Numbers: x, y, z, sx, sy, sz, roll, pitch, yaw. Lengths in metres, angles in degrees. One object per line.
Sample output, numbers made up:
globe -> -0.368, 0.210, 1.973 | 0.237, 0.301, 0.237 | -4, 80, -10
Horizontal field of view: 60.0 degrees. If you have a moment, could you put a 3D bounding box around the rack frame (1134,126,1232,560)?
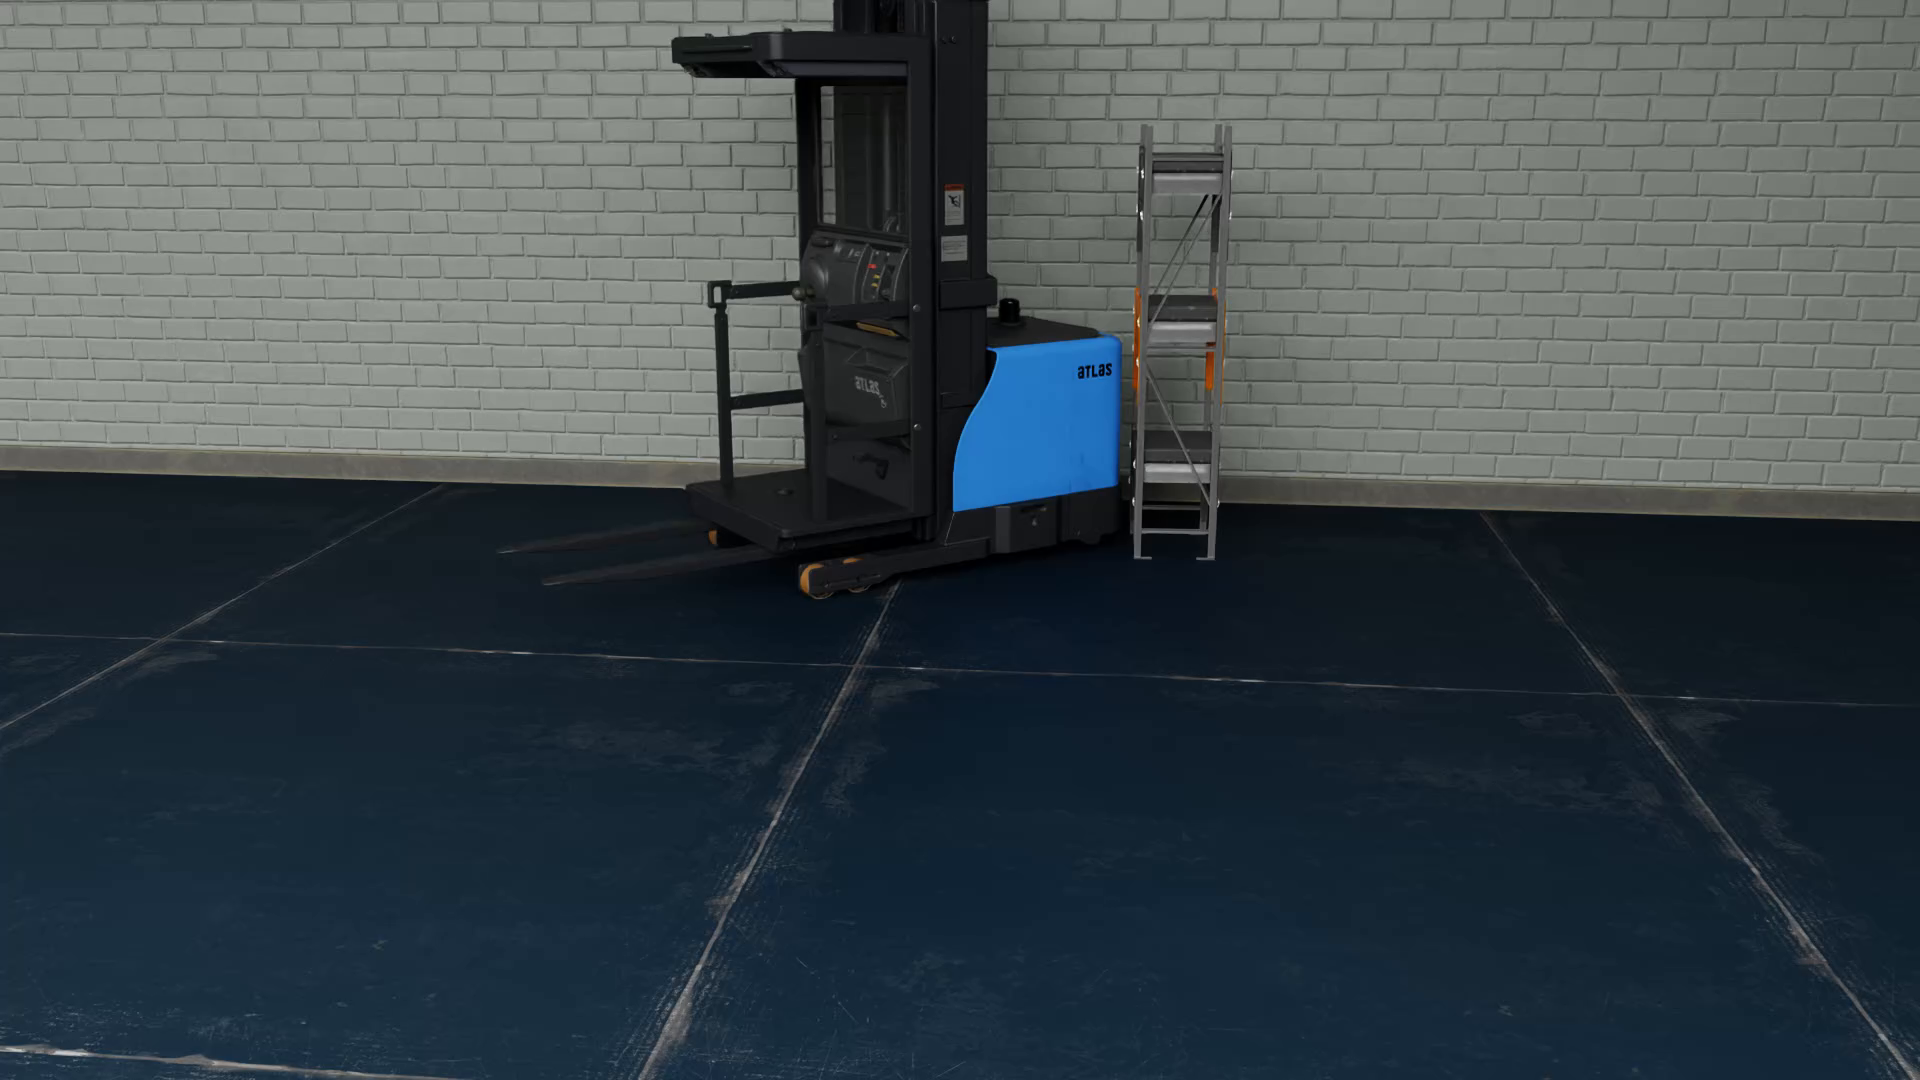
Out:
rack frame -> 1.069, -0.917, 8.030 | 0.400, 2.100, 0.015 | 1, 15, 3

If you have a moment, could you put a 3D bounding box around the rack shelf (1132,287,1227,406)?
rack shelf -> 1.082, -0.967, 8.269 | 0.431, 0.518, 0.480 | 1, 15, 3

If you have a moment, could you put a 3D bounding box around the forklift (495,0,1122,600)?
forklift -> -0.685, -1.296, 7.841 | 3.031, 2.935, 1.130 | -10, 18, -32

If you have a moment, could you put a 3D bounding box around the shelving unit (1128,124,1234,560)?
shelving unit -> 1.082, -0.980, 8.265 | 0.431, 2.100, 0.503 | 1, 15, 3

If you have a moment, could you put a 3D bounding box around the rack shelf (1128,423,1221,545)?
rack shelf -> 1.082, -0.292, 8.452 | 0.431, 0.518, 0.480 | 1, 15, 3

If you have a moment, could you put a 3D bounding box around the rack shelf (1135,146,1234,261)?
rack shelf -> 1.082, -1.643, 8.086 | 0.431, 0.518, 0.480 | 1, 15, 3

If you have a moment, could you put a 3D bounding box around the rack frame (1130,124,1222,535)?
rack frame -> 1.096, -1.044, 8.501 | 0.400, 2.100, 0.015 | 1, 15, 3
